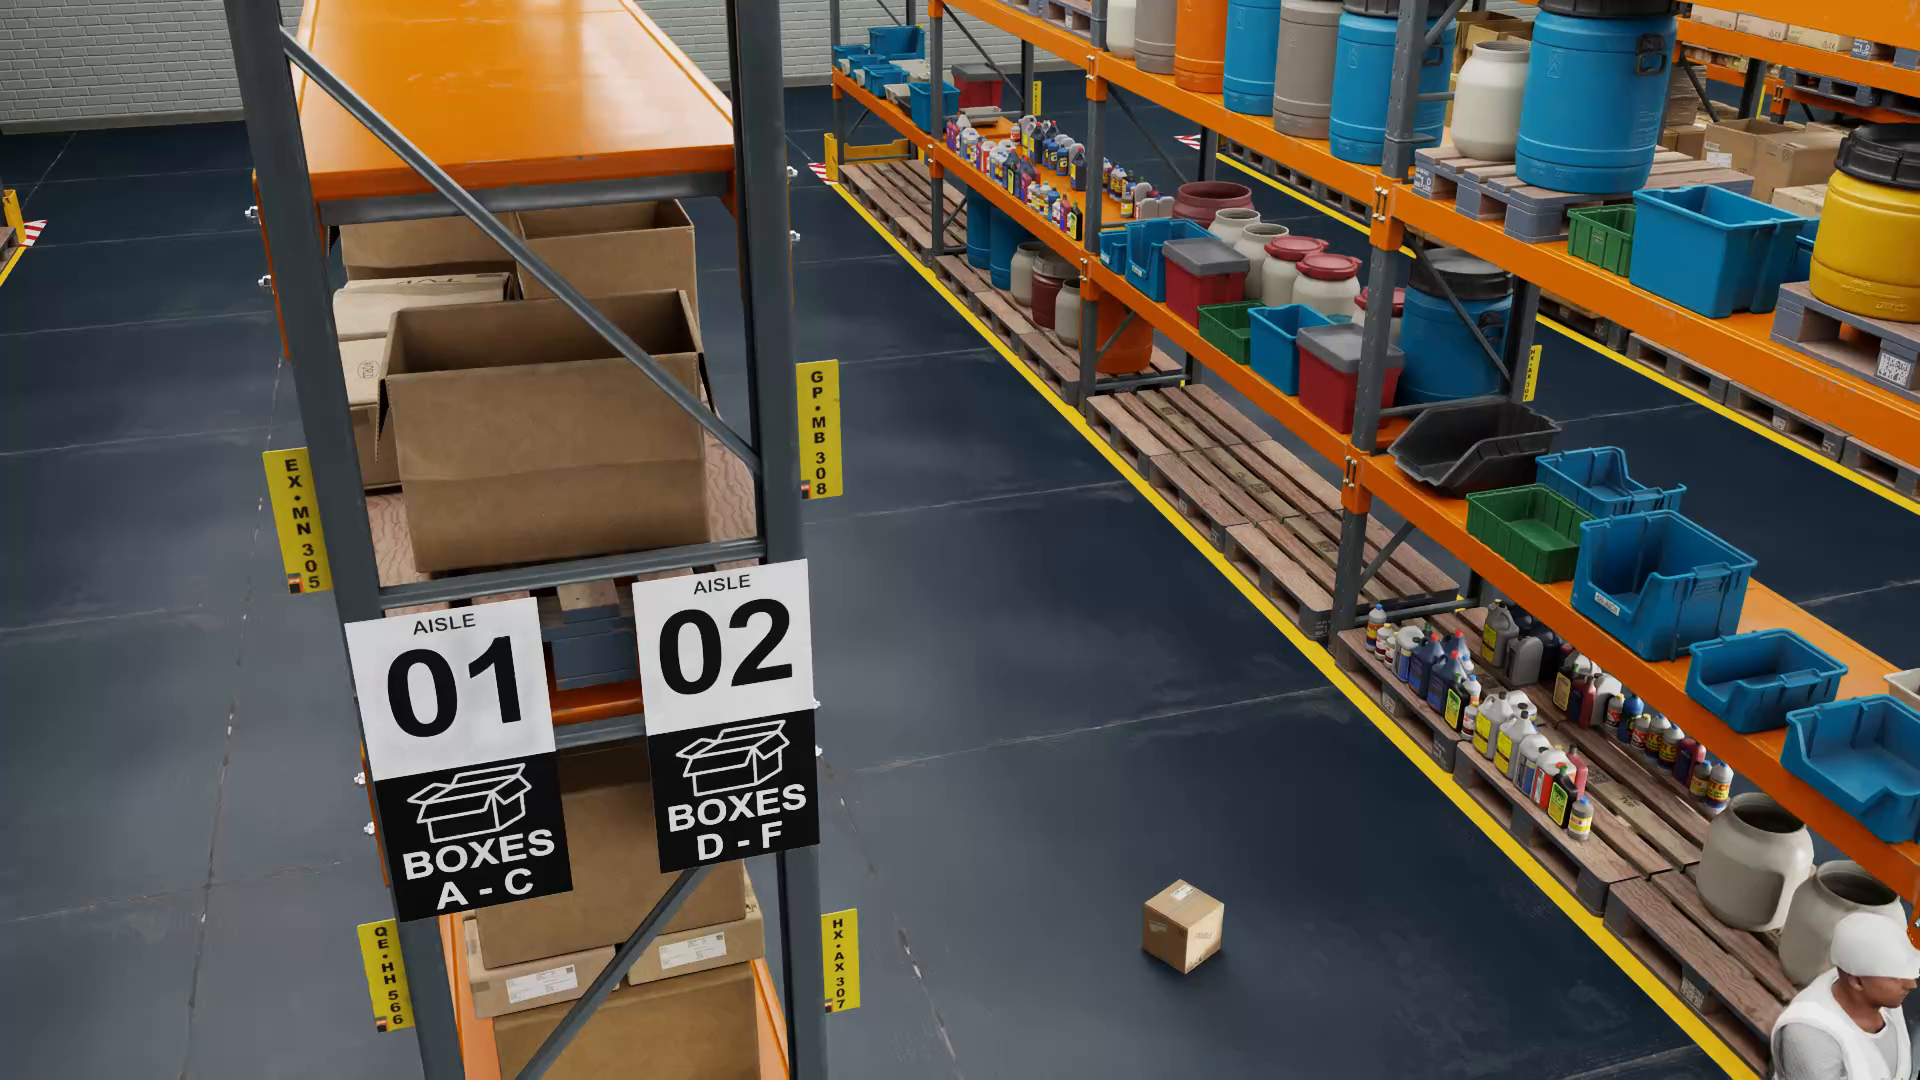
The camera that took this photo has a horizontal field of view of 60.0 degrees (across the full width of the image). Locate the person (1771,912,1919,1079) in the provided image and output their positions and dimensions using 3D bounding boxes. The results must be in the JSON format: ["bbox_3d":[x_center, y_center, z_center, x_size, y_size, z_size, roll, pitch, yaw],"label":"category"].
[{"bbox_3d":[2.724,1.918,5.183,0.542,1.729,1.104,-16,30,-29],"label":"person"}]
